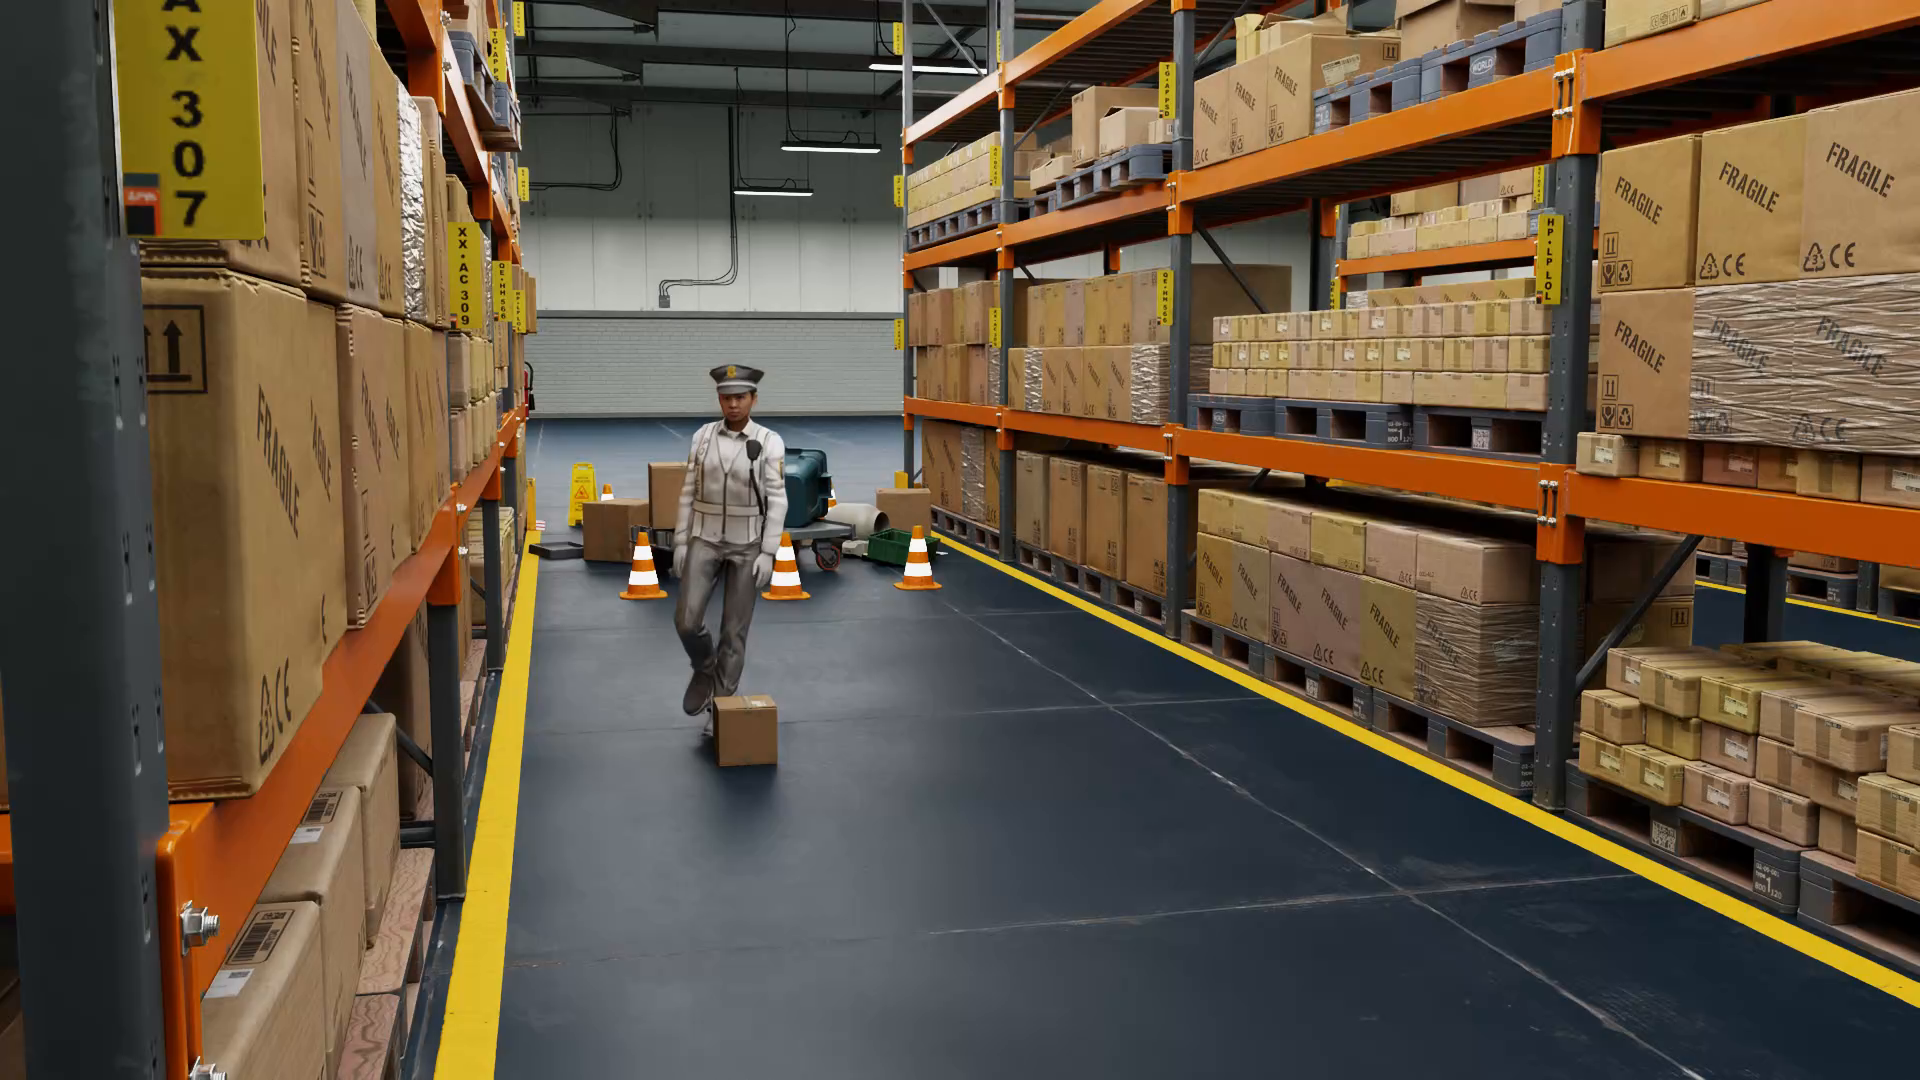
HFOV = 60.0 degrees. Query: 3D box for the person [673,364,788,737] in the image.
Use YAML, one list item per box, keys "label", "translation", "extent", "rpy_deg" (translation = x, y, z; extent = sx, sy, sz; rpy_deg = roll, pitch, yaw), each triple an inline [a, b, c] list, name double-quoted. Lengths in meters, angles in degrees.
- label: "person"
  translation: [-1.043, 0.042, 7.545]
  extent: [0.538, 1.675, 0.459]
  rpy_deg: [0, 6, 3]
